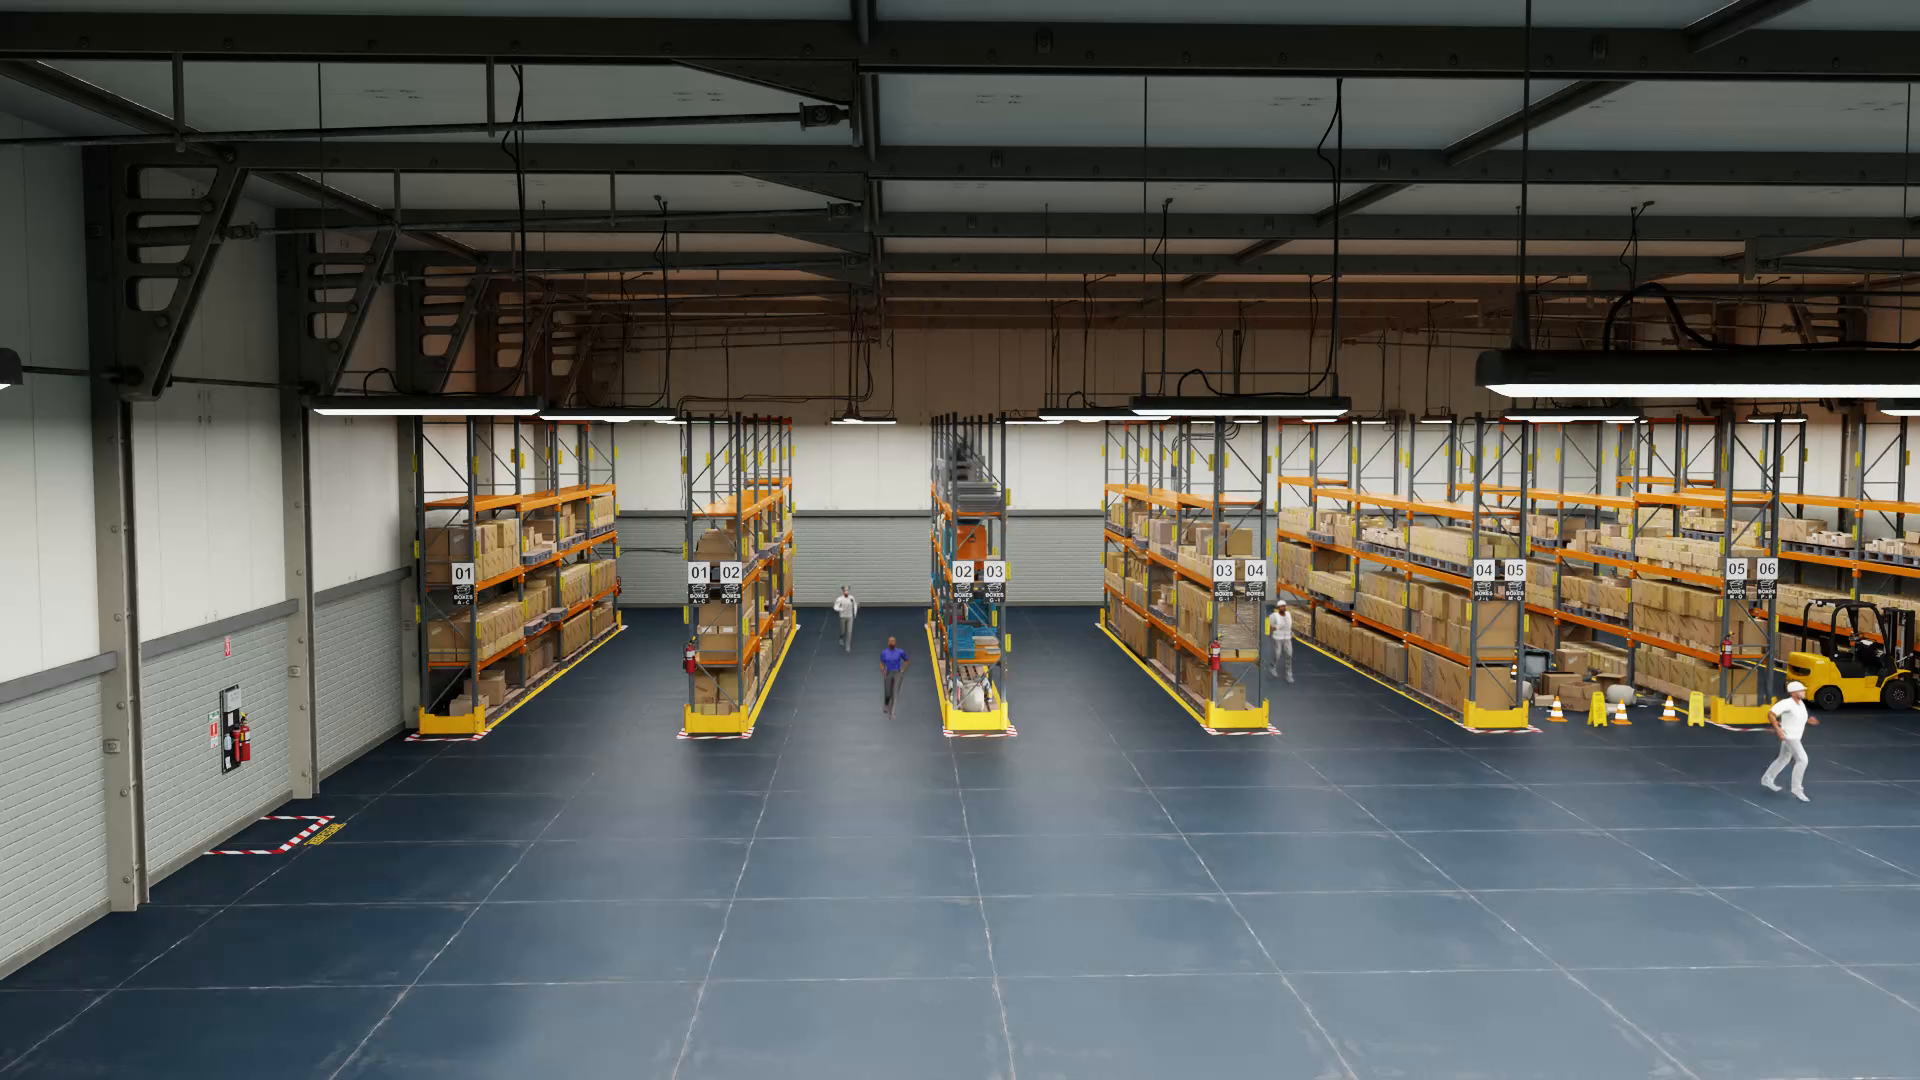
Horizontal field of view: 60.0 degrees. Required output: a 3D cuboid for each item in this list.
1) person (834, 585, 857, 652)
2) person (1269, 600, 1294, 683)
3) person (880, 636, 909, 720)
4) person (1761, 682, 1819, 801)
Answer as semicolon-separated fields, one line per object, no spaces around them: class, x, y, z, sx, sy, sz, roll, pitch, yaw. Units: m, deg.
person;-2.913;1.982;42.499;0.628;1.675;0.823;-1;4;-15
person;7.241;2.255;37.469;0.675;1.804;0.923;-1;4;-13
person;-1.300;2.703;32.711;0.581;1.591;0.670;0;4;3
person;12.849;3.087;25.759;0.785;1.821;0.686;3;5;40
